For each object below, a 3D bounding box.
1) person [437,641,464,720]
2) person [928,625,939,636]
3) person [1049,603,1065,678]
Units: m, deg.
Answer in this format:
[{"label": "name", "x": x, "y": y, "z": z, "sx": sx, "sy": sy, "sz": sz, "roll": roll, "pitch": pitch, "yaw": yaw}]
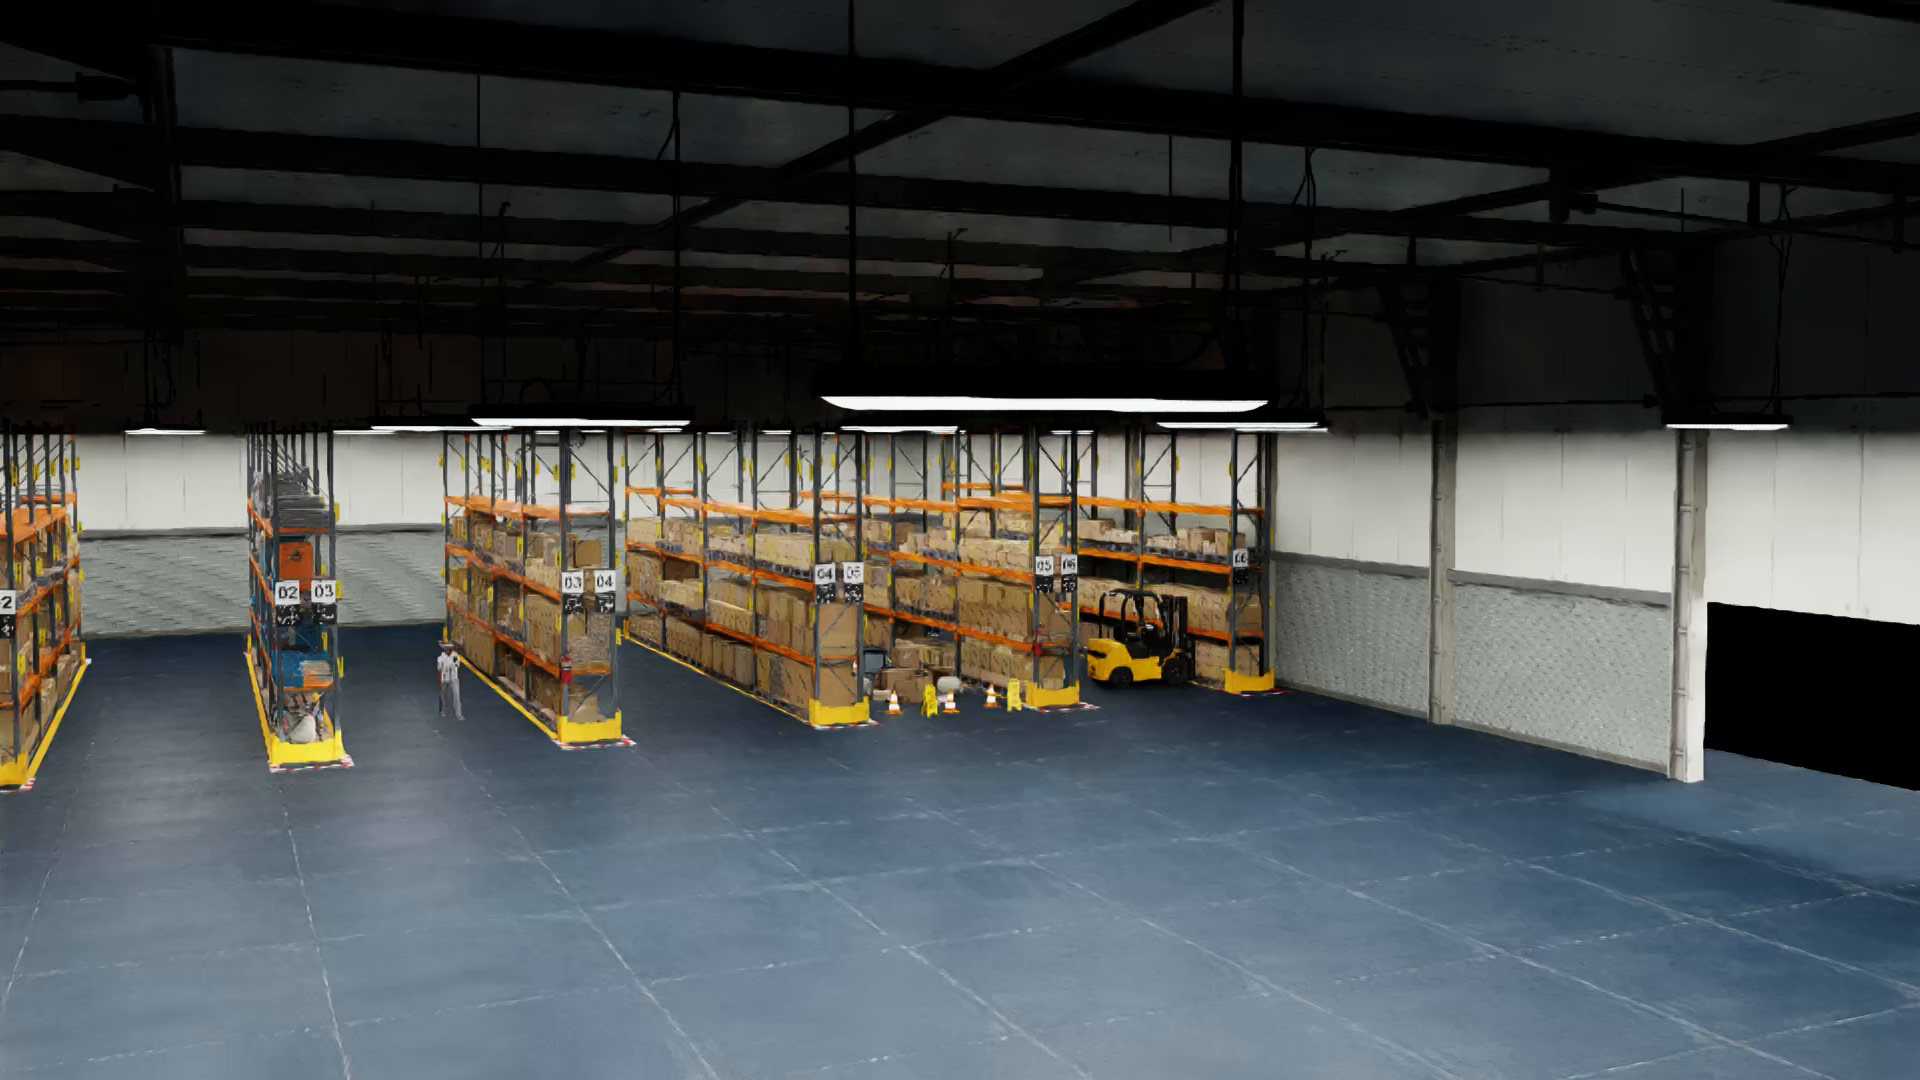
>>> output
[{"label": "person", "x": -10.312, "y": 2.812, "z": 33.540, "sx": 0.451, "sy": 1.587, "sz": 1.088, "roll": -2, "pitch": 4, "yaw": -26}, {"label": "person", "x": -0.866, "y": 1.948, "z": 47.548, "sx": 0.532, "sy": 1.578, "sz": 0.535, "roll": 0, "pitch": 4, "yaw": -1}, {"label": "person", "x": 2.192, "y": 2.365, "z": 39.308, "sx": 0.596, "sy": 1.777, "sz": 0.669, "roll": 0, "pitch": 4, "yaw": 1}]
